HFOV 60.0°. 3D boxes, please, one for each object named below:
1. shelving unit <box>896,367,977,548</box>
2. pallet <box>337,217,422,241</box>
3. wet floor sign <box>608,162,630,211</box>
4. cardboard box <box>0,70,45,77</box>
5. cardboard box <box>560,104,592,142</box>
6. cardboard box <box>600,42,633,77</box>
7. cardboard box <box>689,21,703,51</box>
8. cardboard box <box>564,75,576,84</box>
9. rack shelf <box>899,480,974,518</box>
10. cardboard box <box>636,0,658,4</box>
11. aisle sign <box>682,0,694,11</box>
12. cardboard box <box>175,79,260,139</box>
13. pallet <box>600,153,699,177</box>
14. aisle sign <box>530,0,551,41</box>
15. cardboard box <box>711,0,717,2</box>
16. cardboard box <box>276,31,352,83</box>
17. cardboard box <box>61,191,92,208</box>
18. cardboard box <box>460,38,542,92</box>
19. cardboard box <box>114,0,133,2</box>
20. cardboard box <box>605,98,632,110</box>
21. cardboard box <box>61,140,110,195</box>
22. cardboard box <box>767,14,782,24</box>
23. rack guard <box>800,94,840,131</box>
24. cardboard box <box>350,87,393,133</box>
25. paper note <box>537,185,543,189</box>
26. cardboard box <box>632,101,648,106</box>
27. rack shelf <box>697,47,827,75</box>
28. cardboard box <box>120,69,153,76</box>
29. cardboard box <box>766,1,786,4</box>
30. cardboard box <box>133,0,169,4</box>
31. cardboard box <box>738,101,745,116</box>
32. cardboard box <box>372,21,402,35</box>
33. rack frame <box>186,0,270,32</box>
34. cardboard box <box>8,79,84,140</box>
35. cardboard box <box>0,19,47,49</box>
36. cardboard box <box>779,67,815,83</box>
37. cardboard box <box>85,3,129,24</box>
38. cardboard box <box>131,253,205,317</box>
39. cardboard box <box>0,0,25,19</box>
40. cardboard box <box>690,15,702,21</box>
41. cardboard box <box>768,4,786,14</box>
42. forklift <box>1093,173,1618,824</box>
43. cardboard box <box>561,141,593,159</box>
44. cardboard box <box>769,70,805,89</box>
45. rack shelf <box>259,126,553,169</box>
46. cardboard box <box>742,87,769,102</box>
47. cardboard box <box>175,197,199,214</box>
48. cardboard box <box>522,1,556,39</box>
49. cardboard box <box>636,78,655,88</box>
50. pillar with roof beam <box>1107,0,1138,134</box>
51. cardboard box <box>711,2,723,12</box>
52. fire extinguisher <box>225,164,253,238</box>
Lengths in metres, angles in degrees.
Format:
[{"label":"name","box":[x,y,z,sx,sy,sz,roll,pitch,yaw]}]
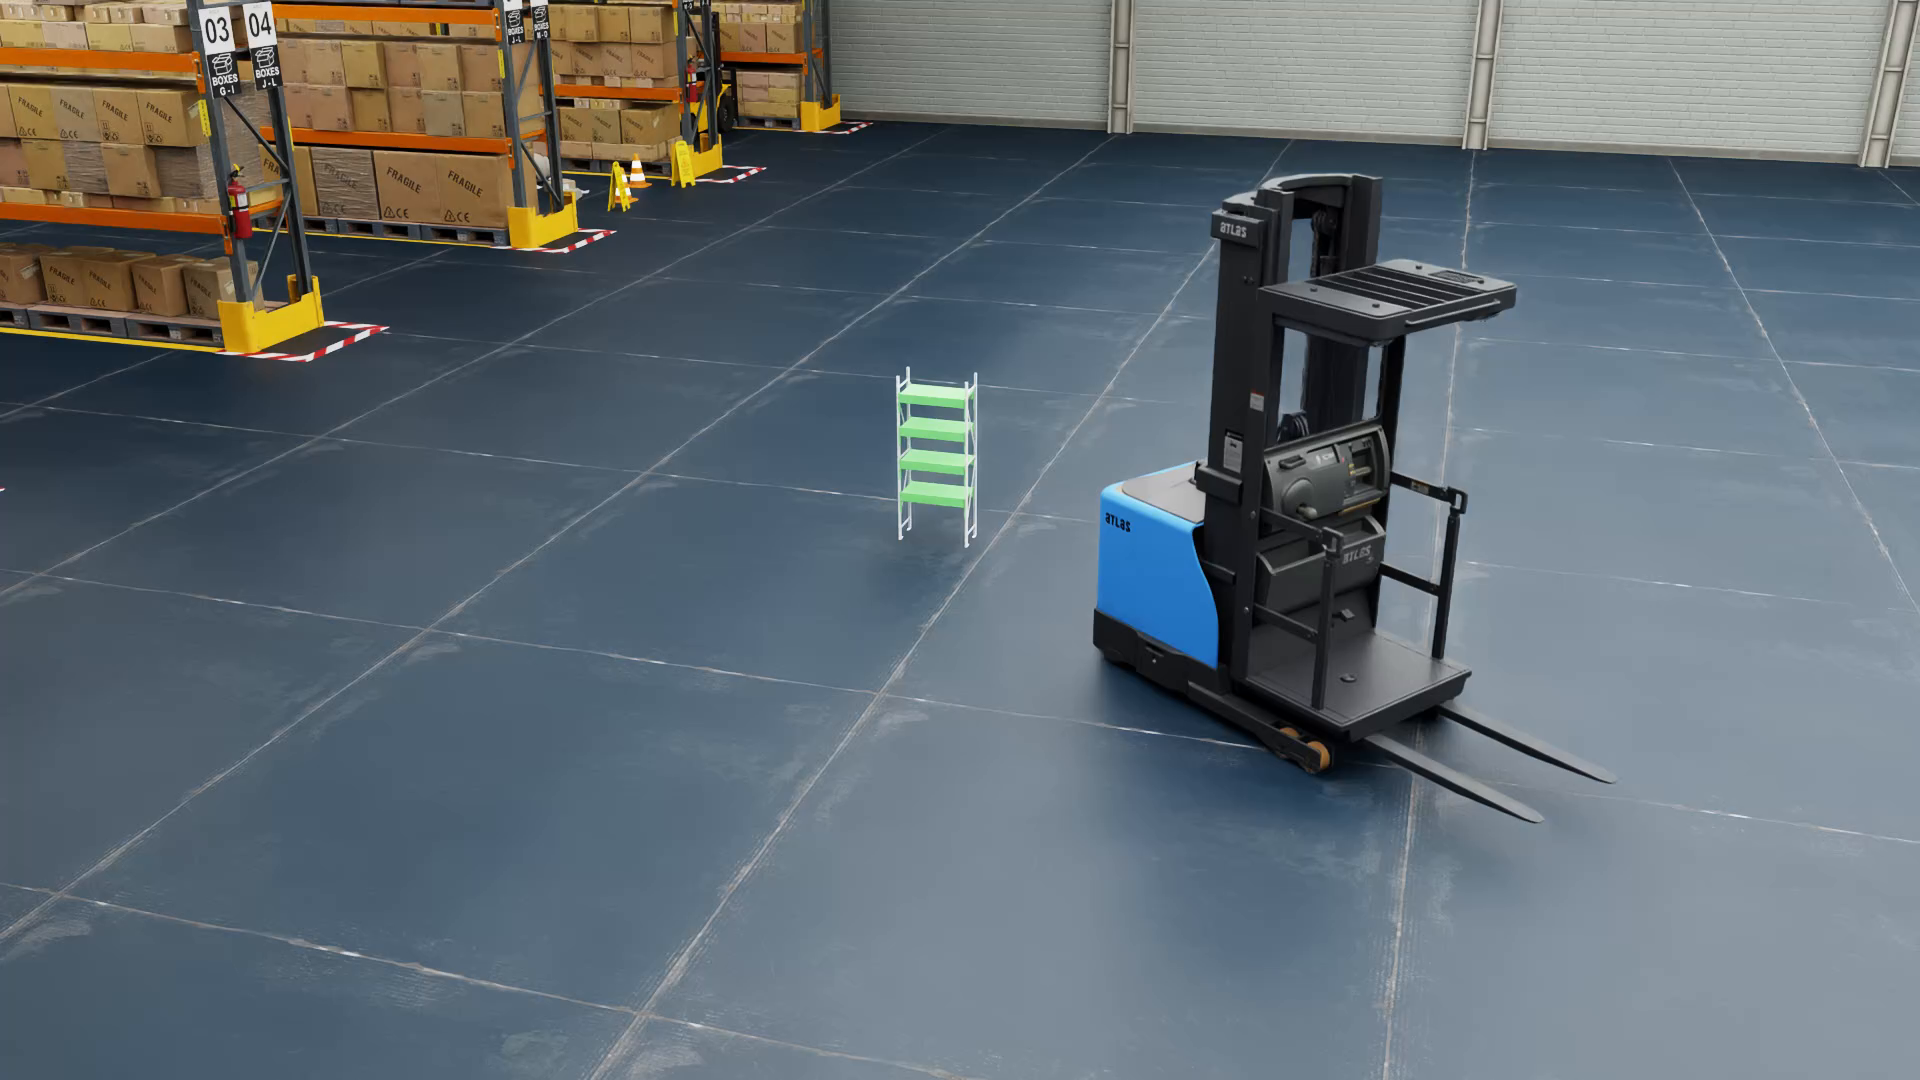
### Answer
[{"label":"shelving unit","box":[-0.158,-0.573,11.587,0.503,1.200,0.258,7,23,16]},{"label":"pallet","box":[-7.236,-4.116,21.526,1.213,0.211,1.003,7,23,15]},{"label":"wet floor sign","box":[-4.684,-4.839,22.718,0.232,0.644,0.267,3,22,6]},{"label":"cardboard box","box":[-9.653,-4.503,16.953,0.500,0.500,0.500,7,23,16]},{"label":"cardboard box","box":[-5.774,-6.398,25.497,0.500,0.500,0.500,6,23,14]},{"label":"cardboard box","box":[-5.028,-7.222,24.900,0.500,0.500,0.500,7,23,16]},{"label":"cardboard box","box":[-4.536,-8.998,29.622,0.500,0.500,0.500,7,23,16]},{"label":"cardboard box","box":[-5.828,-7.044,25.320,0.250,0.149,0.380,7,23,16]},{"label":"rack shelf","box":[-0.158,-0.292,11.702,0.480,0.148,0.258,7,23,16]},{"label":"cardboard box","box":[-5.607,-9.585,29.806,0.250,0.149,0.380,6,23,15]},{"label":"aisle sign","box":[-3.975,-8.113,24.169,0.004,0.787,0.394,7,23,16]},{"label":"cardboard box","box":[-7.261,-4.227,16.282,0.500,0.500,0.500,7,23,16]},{"label":"pallet","box":[-4.791,-5.842,25.734,1.213,0.211,1.003,7,23,16]},{"label":"aisle sign","box":[-5.129,-6.516,20.278,0.004,0.787,0.394,7,23,16]},{"label":"cardboard box","box":[-4.507,-9.632,29.920,0.250,0.149,0.380,7,23,17]},{"label":"cardboard box","box":[-8.209,-6.149,21.187,0.550,0.550,0.875,7,23,16]},{"label":"cardboard box","box":[-8.612,-3.388,16.407,0.250,0.149,0.380,7,23,16]},{"label":"cardboard box","box":[-5.627,-5.836,20.425,0.550,0.550,0.875,7,23,16]},{"label":"cardboard box","box":[-8.156,-5.485,16.055,0.500,0.500,0.500,6,23,15]},{"label":"cardboard box","box":[-5.163,-6.600,25.135,0.250,0.149,0.380,7,23,17]},{"label":"cardboard box","box":[-8.311,-3.757,16.453,0.500,0.500,0.875,7,23,16]},{"label":"cardboard box","box":[-3.186,-9.126,29.078,0.250,0.149,0.380,7,23,16]},{"label":"rack guard","box":[-2.497,-7.667,29.802,0.348,0.500,1.175,7,23,16]},{"label":"cardboard box","box":[-7.204,-5.508,21.049,0.500,0.550,0.875,7,23,16]},{"label":"paper note","box":[-6.200,-5.171,24.351,0.142,0.019,0.148,16,27,34]},{"label":"cardboard box","box":[-5.167,-6.538,25.838,0.500,0.500,0.500,6,23,14]},{"label":"rack shelf","box":[-4.435,-8.712,30.005,4.000,0.370,1.077,7,23,16]},{"label":"cardboard box","box":[-10.567,-6.323,21.783,0.500,0.500,0.700,7,23,16]},{"label":"cardboard box","box":[-3.278,-9.489,29.572,0.250,0.149,0.380,7,23,17]},{"label":"cardboard box","box":[-7.748,-5.141,16.070,0.250,0.149,0.380,7,23,18]},{"label":"cardboard box","box":[-4.011,-7.801,29.905,0.500,0.250,0.500,7,23,16]},{"label":"cardboard box","box":[-8.763,-7.860,25.902,0.500,0.500,0.500,7,23,16]},{"label":"rack frame","box":[-6.813,-6.197,15.020,0.127,3.000,1.000,7,23,16]},{"label":"cardboard box","box":[-8.845,-4.205,16.227,0.500,0.500,0.500,7,23,16]},{"label":"cardboard box","box":[-8.798,-4.866,15.927,0.500,0.250,0.500,6,23,15]},{"label":"cardboard box","box":[-2.926,-8.332,29.882,0.500,0.250,0.500,6,23,15]},{"label":"cardboard box","box":[-7.925,-4.921,15.535,0.250,0.149,0.380,7,23,16]},{"label":"cardboard box","box":[-7.988,-2.587,16.864,0.500,0.500,0.500,13,26,29]},{"label":"cardboard box","box":[-9.161,-5.086,15.936,0.250,0.149,0.380,6,23,14]},{"label":"cardboard box","box":[-4.646,-9.303,29.512,0.250,0.149,0.380,6,23,14]},{"label":"cardboard box","box":[-3.169,-9.288,29.083,0.250,0.149,0.380,7,23,16]},{"label":"forklift","box":[2.095,-0.337,8.730,1.130,2.935,3.031,-16,27,-34]},{"label":"cardboard box","box":[-5.798,-6.050,25.636,0.500,0.250,0.500,6,23,14]},{"label":"cardboard box","box":[-3.051,-8.148,29.433,0.500,0.250,0.500,7,23,17]},{"label":"rack shelf","box":[-7.198,-5.099,21.196,4.000,0.370,1.077,7,23,16]},{"label":"cardboard box","box":[-3.553,-7.978,29.678,0.500,0.250,0.500,6,23,15]},{"label":"cardboard box","box":[-7.385,-3.289,16.167,0.250,0.149,0.380,7,23,16]},{"label":"cardboard box","box":[-6.466,-7.851,25.116,0.500,0.500,0.700,6,23,14]},{"label":"cardboard box","box":[-4.645,-6.856,24.864,0.250,0.149,0.380,6,23,15]},{"label":"pillar with roof beam","box":[1.574,-9.783,23.763,0.400,9.000,9.100,7,23,16]},{"label":"cardboard box","box":[-4.394,-9.439,29.449,0.250,0.149,0.380,7,23,16]},{"label":"fire extinguisher","box":[-6.836,-3.206,15.734,0.183,0.674,0.296,7,23,16]}]
